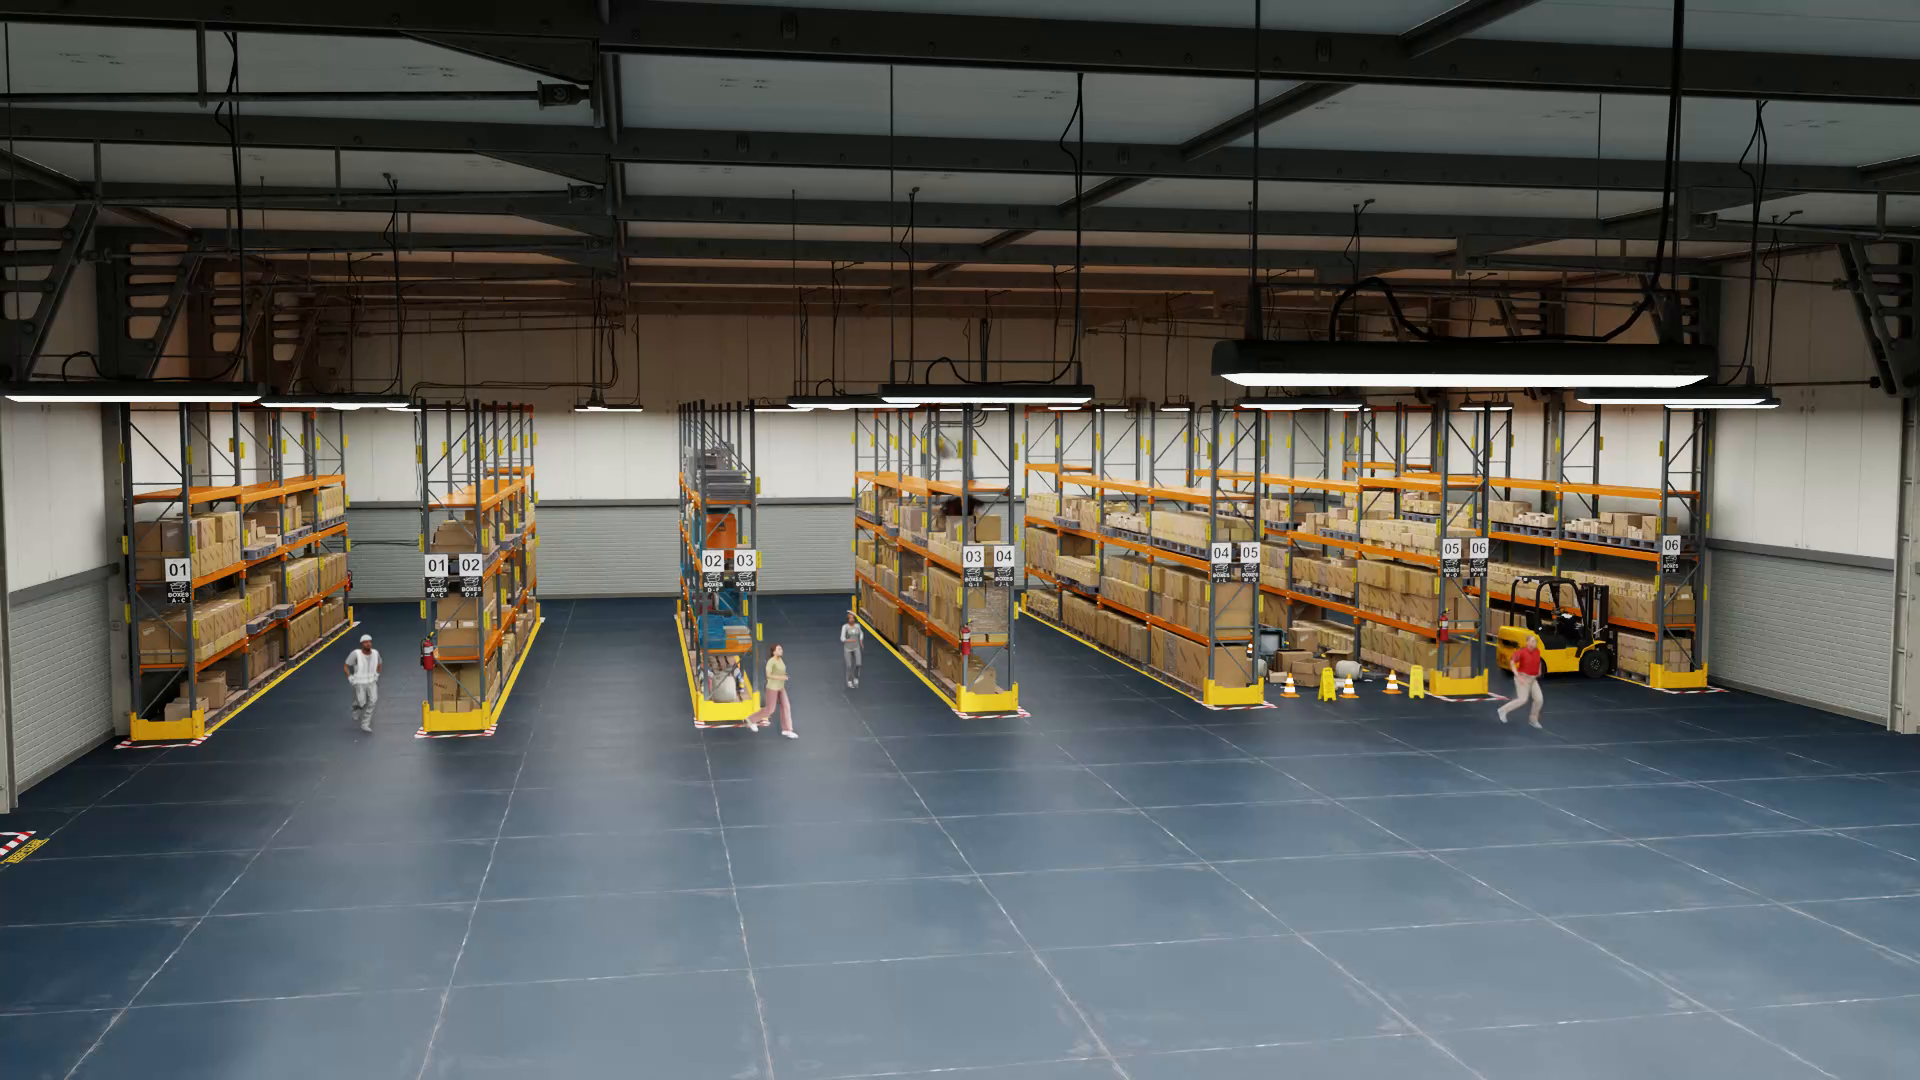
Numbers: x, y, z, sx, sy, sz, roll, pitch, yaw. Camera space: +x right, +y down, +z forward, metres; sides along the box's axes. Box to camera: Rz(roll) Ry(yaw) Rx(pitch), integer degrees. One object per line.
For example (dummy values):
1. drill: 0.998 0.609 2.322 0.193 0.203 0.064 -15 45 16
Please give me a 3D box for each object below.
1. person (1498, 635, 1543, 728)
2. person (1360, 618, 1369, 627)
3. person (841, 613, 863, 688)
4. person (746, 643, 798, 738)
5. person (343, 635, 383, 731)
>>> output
1. person: 10.371 2.611 30.549 0.864 1.732 0.649 -3 5 -33
2. person: 10.203 1.723 41.864 0.686 1.703 0.753 -1 4 -7
3. person: -2.236 2.303 34.683 0.511 1.570 0.630 -1 4 -14
4. person: -3.321 2.663 29.556 0.953 1.675 0.586 2 5 22
5. person: -10.836 2.586 30.273 0.700 1.724 0.599 -4 6 -43
